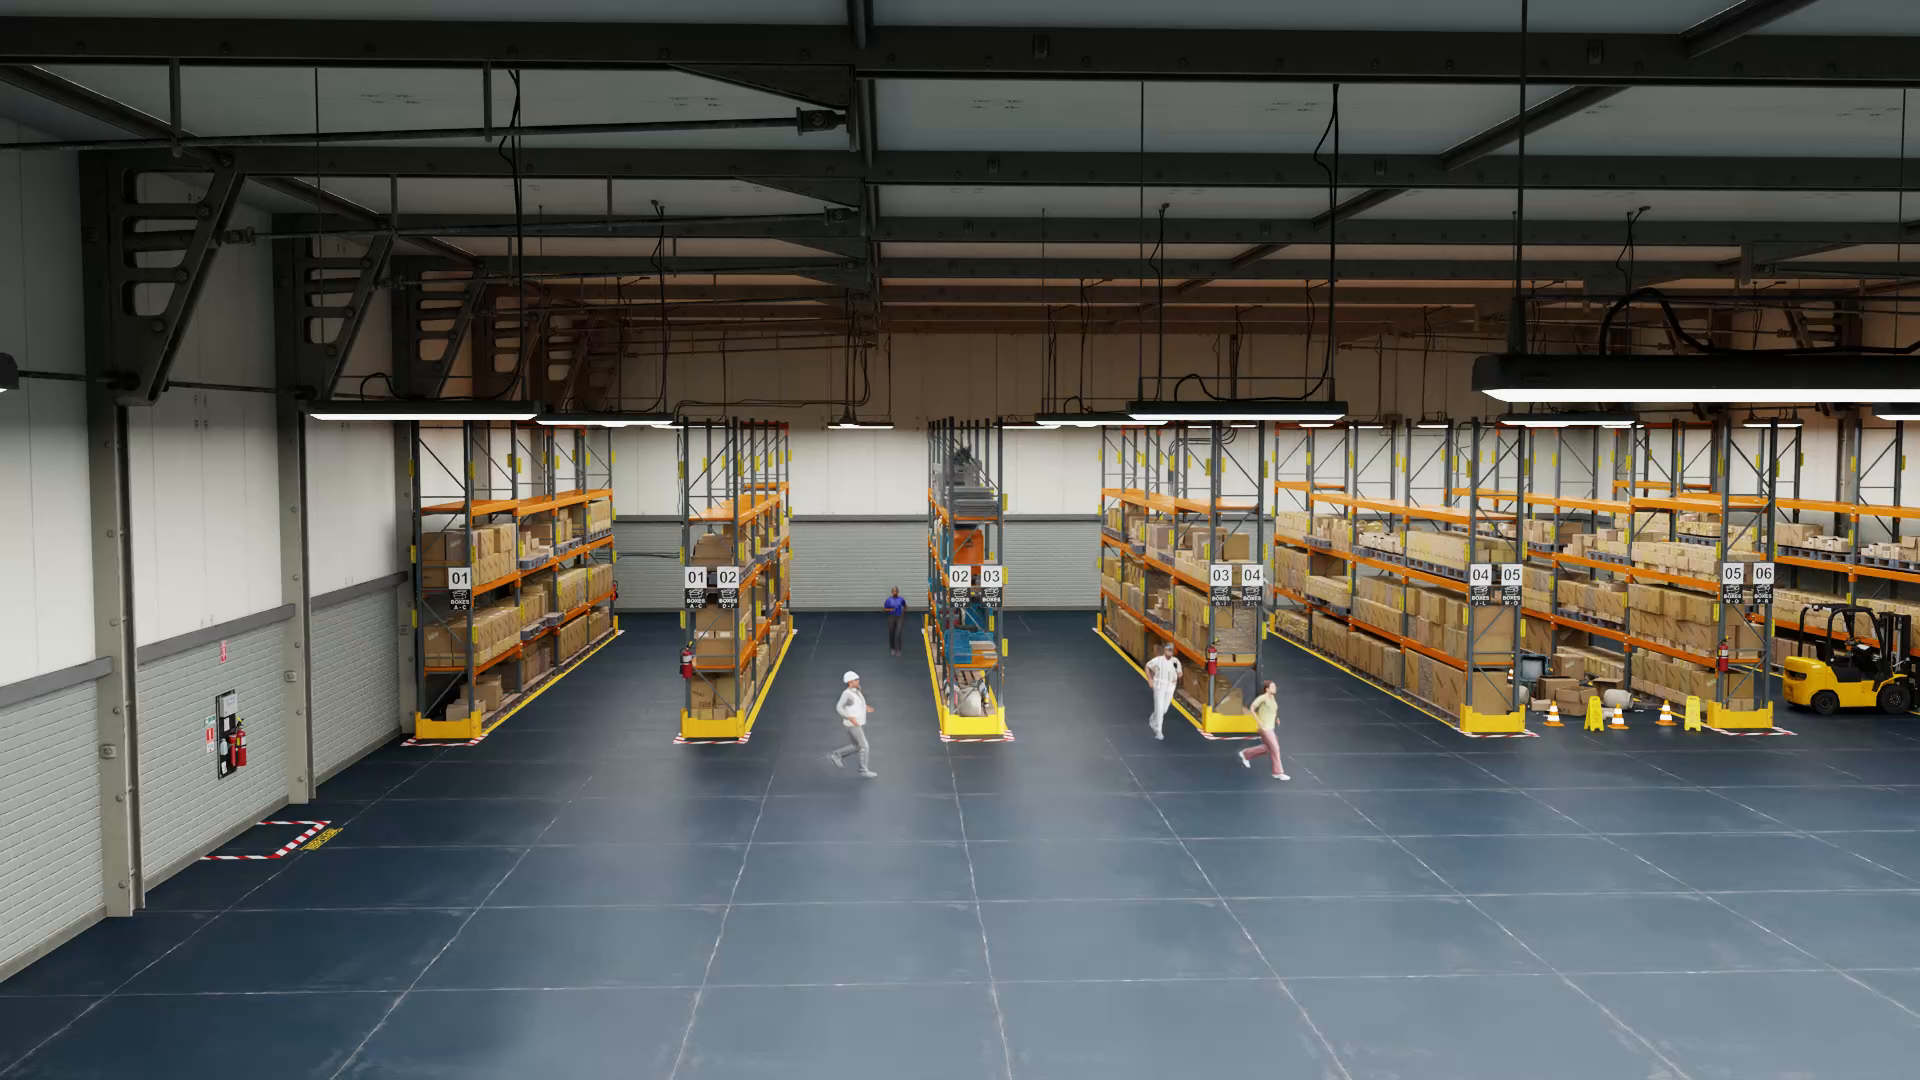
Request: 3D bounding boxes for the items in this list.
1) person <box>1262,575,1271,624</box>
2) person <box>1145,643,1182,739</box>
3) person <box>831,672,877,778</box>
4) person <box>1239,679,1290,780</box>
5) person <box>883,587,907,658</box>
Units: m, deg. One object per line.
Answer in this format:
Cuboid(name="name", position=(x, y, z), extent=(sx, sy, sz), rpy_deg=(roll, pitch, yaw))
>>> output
Cuboid(name="person", position=(8.808, 1.685, 48.888), extent=(0.975, 1.663, 0.590), rpy_deg=(-1, 4, -19))
Cuboid(name="person", position=(3.857, 2.821, 31.377), extent=(0.707, 1.804, 0.897), rpy_deg=(-1, 4, -14))
Cuboid(name="person", position=(-1.774, 3.051, 27.562), extent=(0.860, 1.744, 0.669), rpy_deg=(1, 4, 16))
Cuboid(name="person", position=(5.016, 3.117, 27.468), extent=(0.893, 1.655, 0.603), rpy_deg=(3, 5, 34))
Cuboid(name="person", position=(-1.556, 1.977, 40.020), extent=(0.575, 1.708, 0.842), rpy_deg=(0, 4, -6))
